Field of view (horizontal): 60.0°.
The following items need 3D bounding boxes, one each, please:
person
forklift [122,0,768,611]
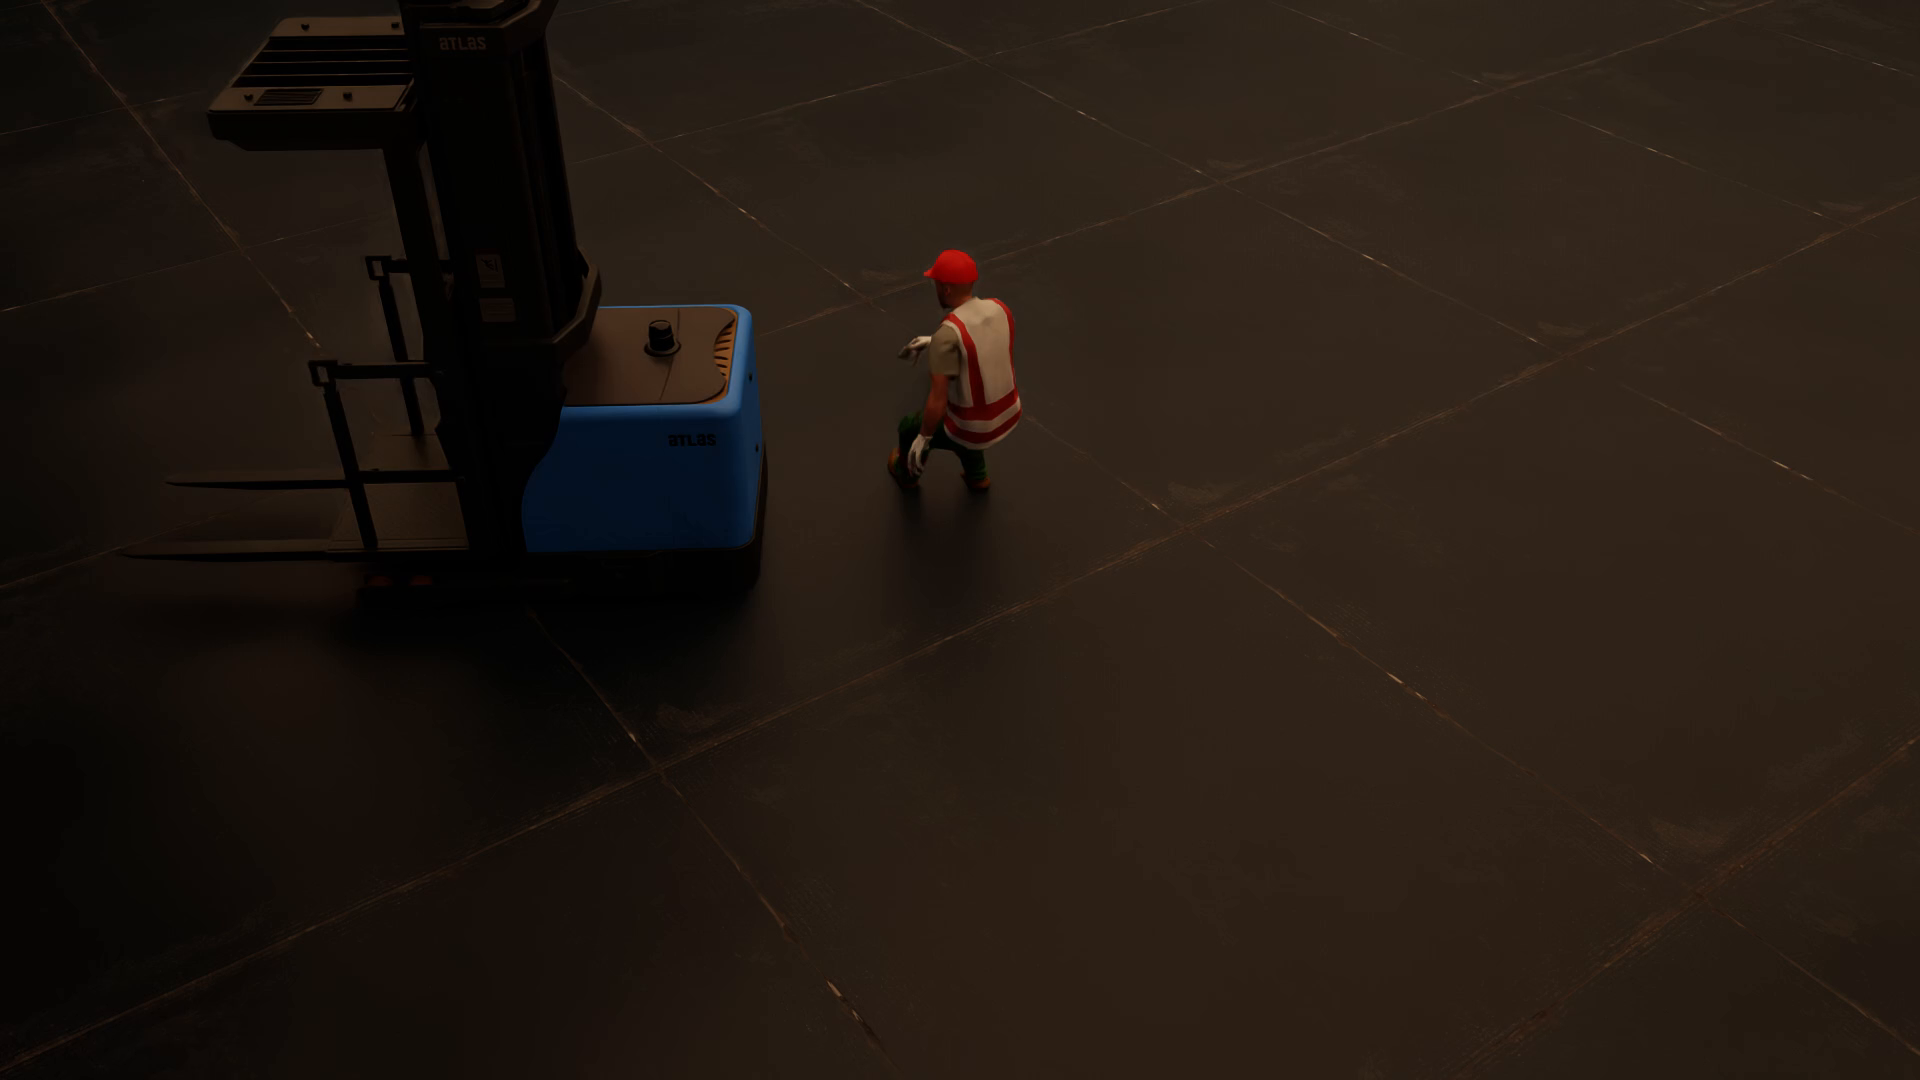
[{"bbox_3d":[-0.156,-0.722,8.188,0.946,1.534,0.929,28,45,33],"label":"person"},{"bbox_3d":[-2.505,-1.163,7.517,3.031,2.935,1.130,-1,37,-2],"label":"forklift"}]
